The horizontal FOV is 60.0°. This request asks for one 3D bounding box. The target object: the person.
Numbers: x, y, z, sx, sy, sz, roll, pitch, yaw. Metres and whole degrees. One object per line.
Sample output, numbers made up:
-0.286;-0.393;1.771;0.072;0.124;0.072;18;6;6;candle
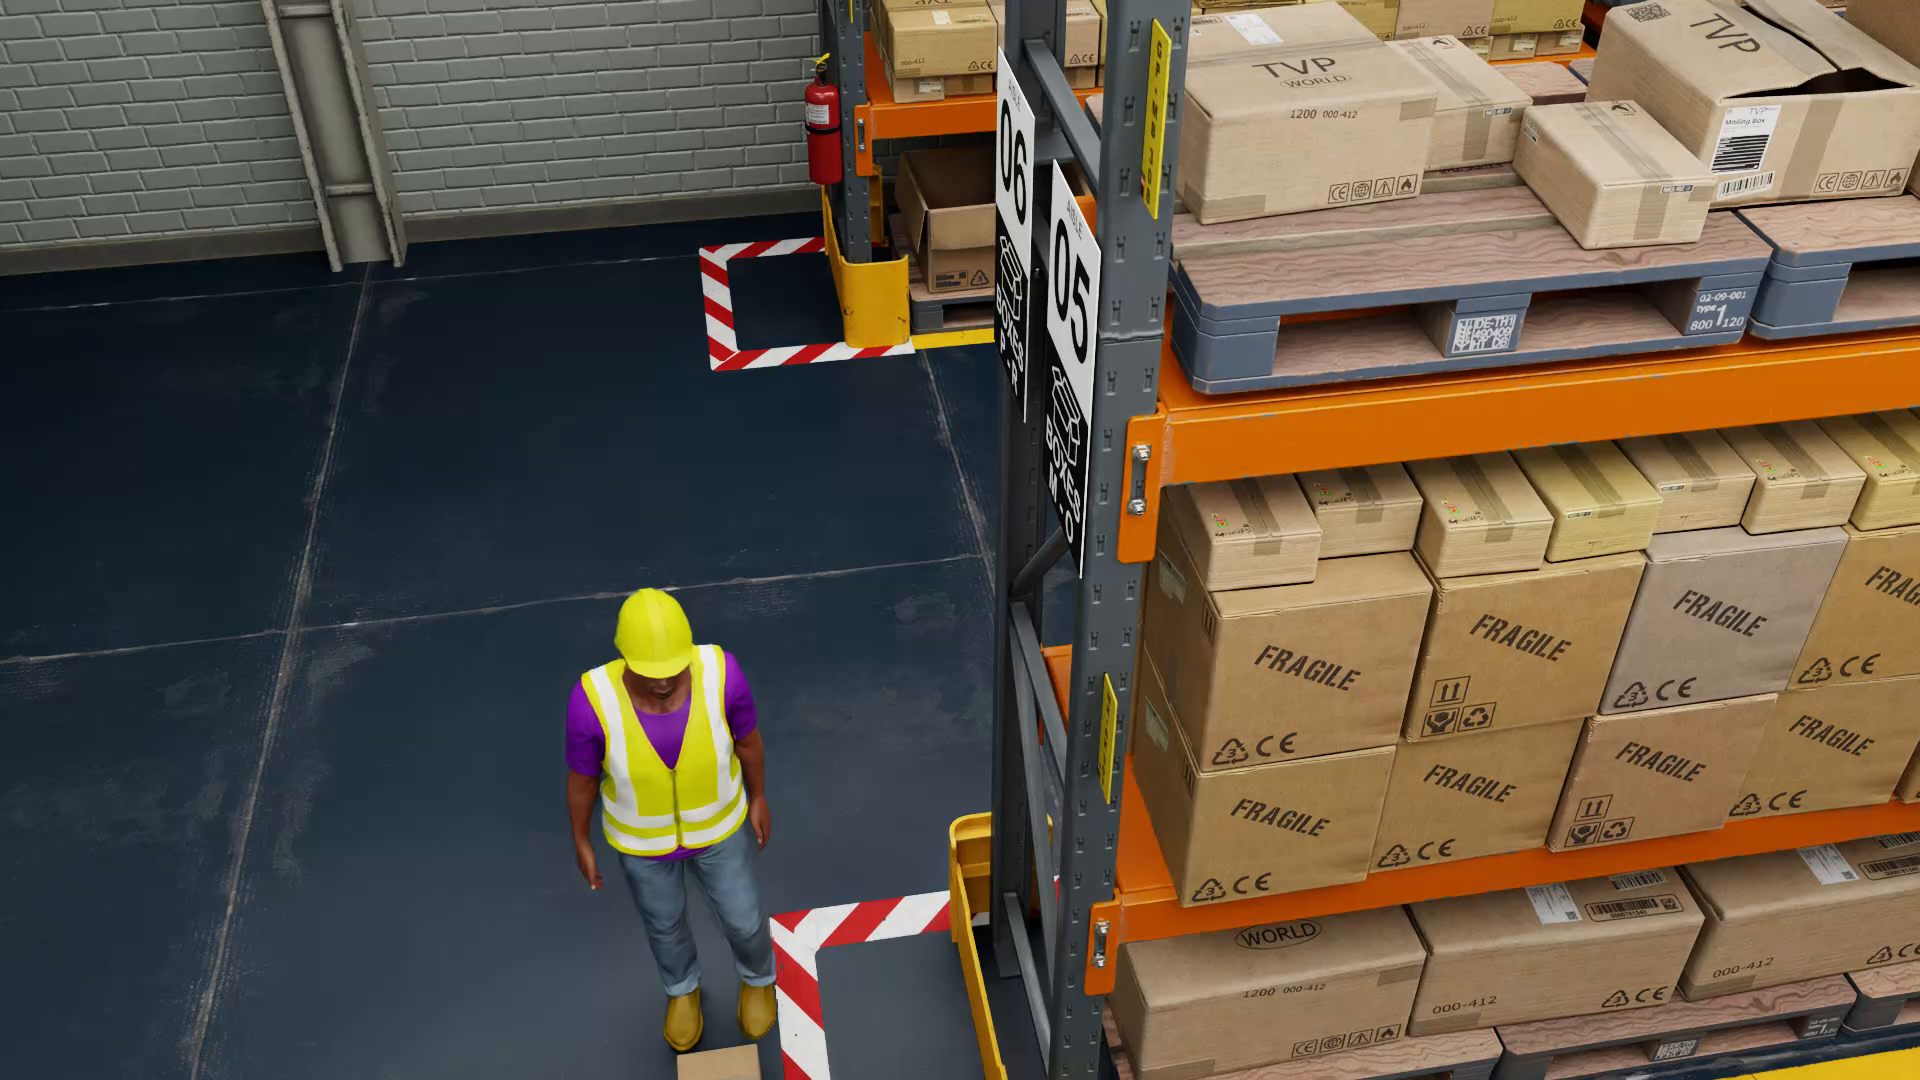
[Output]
-0.852;0.882;5.041;0.573;1.790;0.372;-9;39;-11;person
